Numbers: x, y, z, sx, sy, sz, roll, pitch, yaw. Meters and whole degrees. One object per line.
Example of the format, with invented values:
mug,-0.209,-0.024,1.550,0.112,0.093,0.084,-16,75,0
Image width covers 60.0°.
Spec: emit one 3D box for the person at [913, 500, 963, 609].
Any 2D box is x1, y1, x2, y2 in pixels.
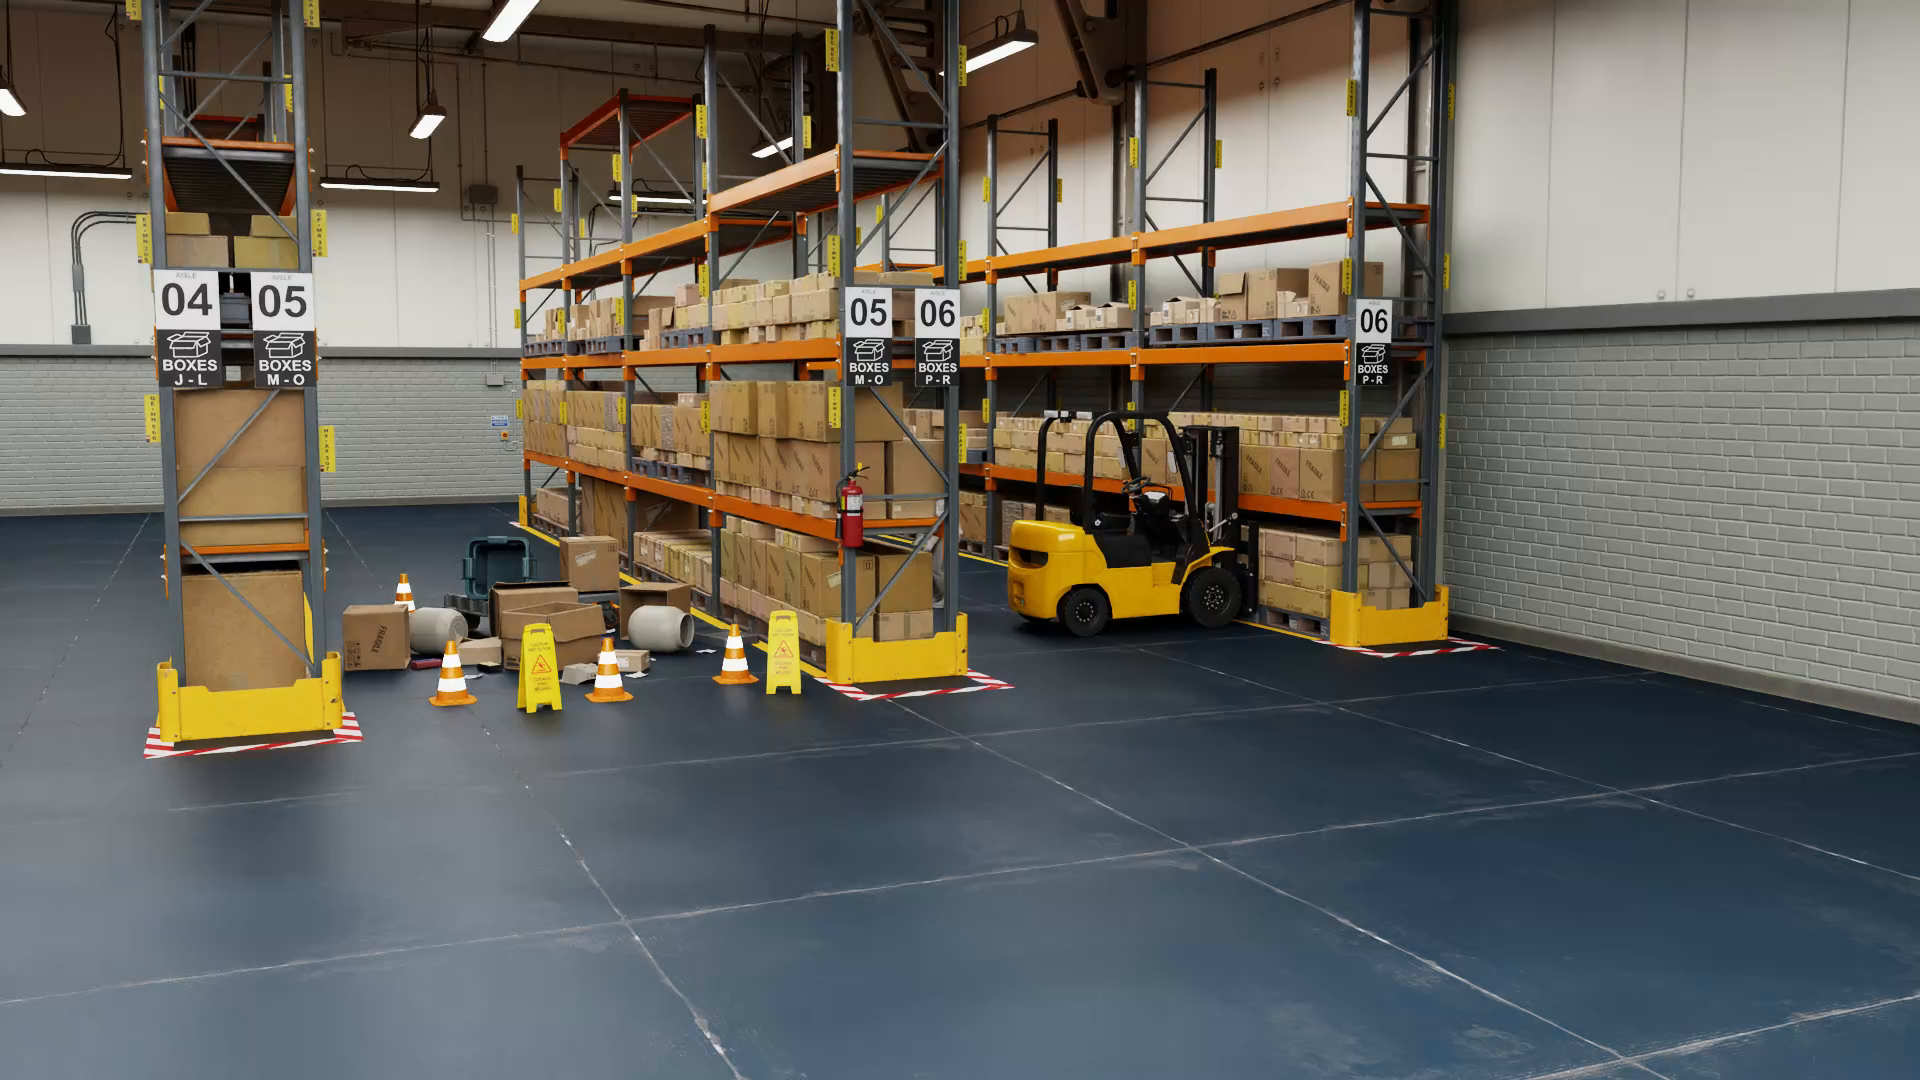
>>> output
person,-0.266,-0.011,18.031,0.613,1.501,0.529,-2,6,-23
